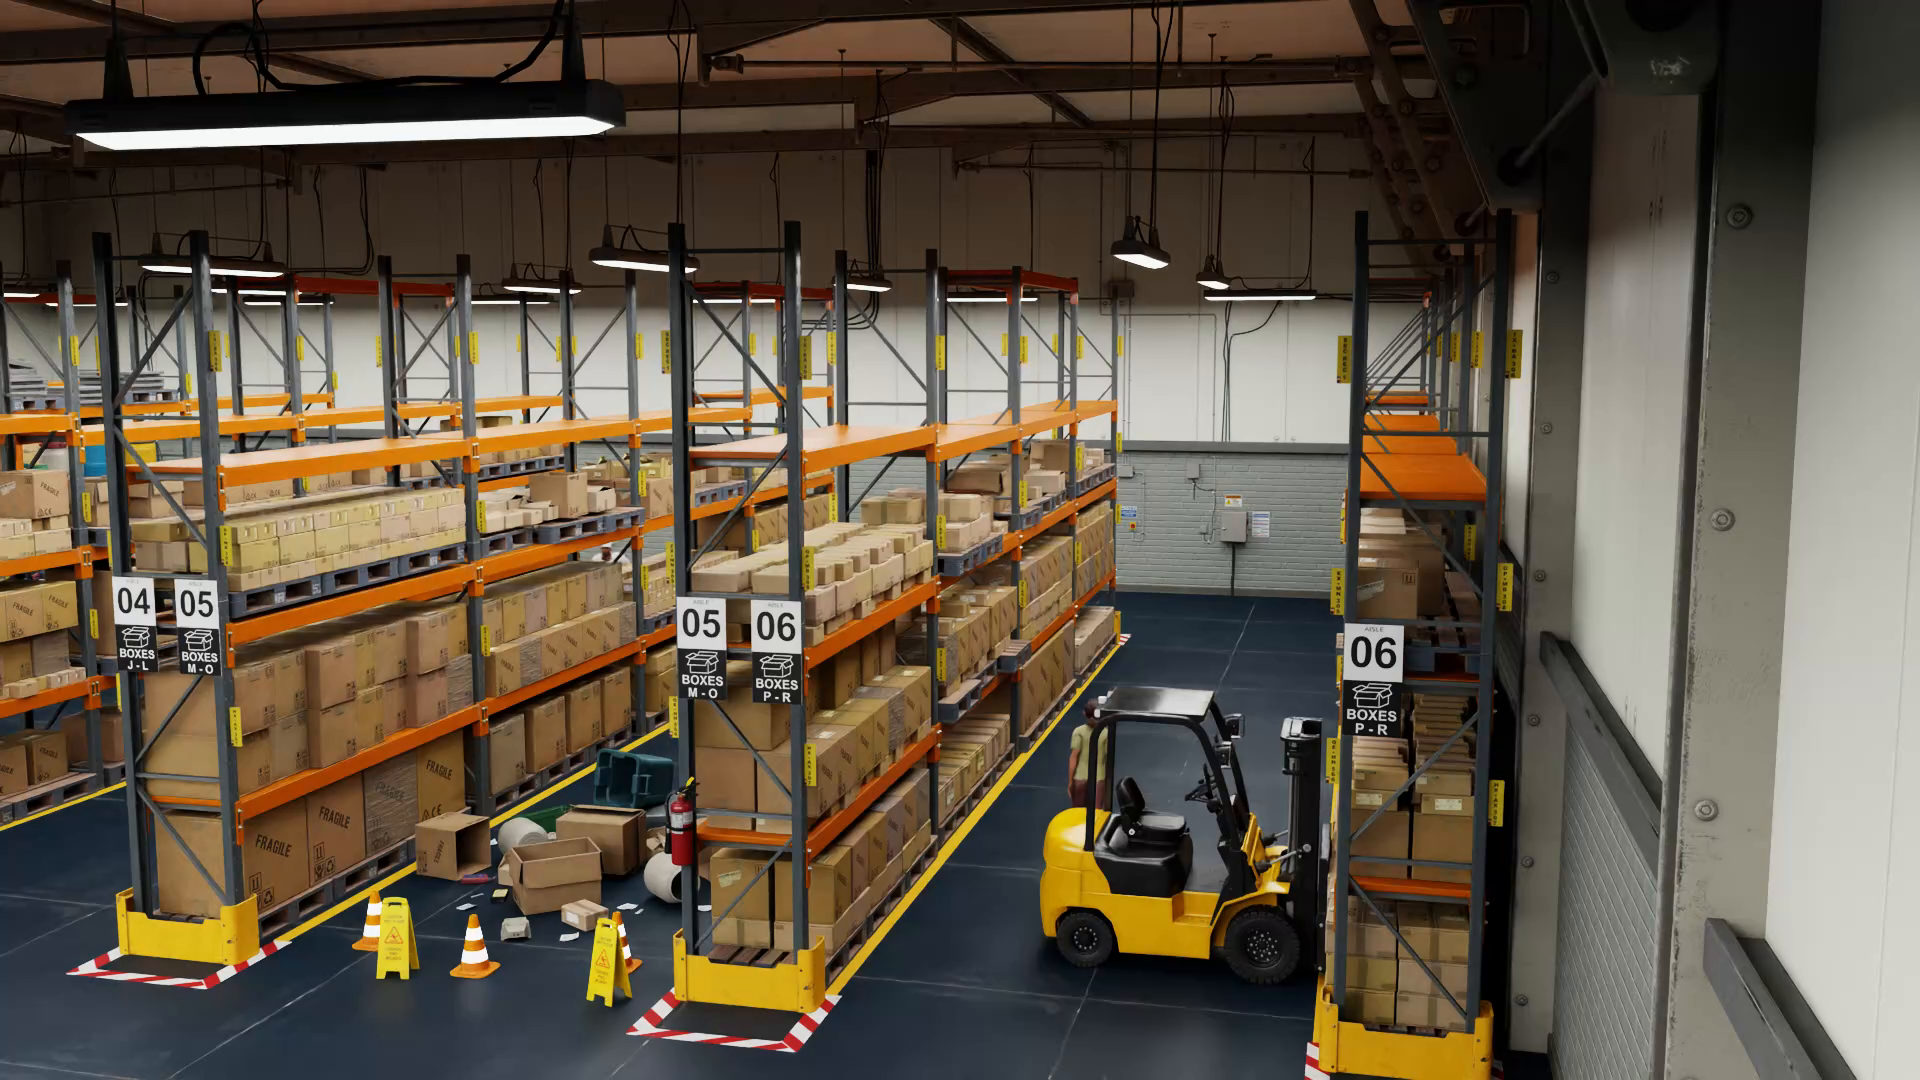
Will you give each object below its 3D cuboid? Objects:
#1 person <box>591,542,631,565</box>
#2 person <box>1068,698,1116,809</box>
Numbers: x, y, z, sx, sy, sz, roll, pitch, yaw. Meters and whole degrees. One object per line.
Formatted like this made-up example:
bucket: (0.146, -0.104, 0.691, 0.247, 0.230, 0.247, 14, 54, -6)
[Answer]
person: (-6.102, 0.797, 29.093, 0.679, 1.665, 0.690, 3, 8, 22)
person: (1.281, 2.399, 16.200, 0.458, 1.715, 0.593, 1, 7, 8)
